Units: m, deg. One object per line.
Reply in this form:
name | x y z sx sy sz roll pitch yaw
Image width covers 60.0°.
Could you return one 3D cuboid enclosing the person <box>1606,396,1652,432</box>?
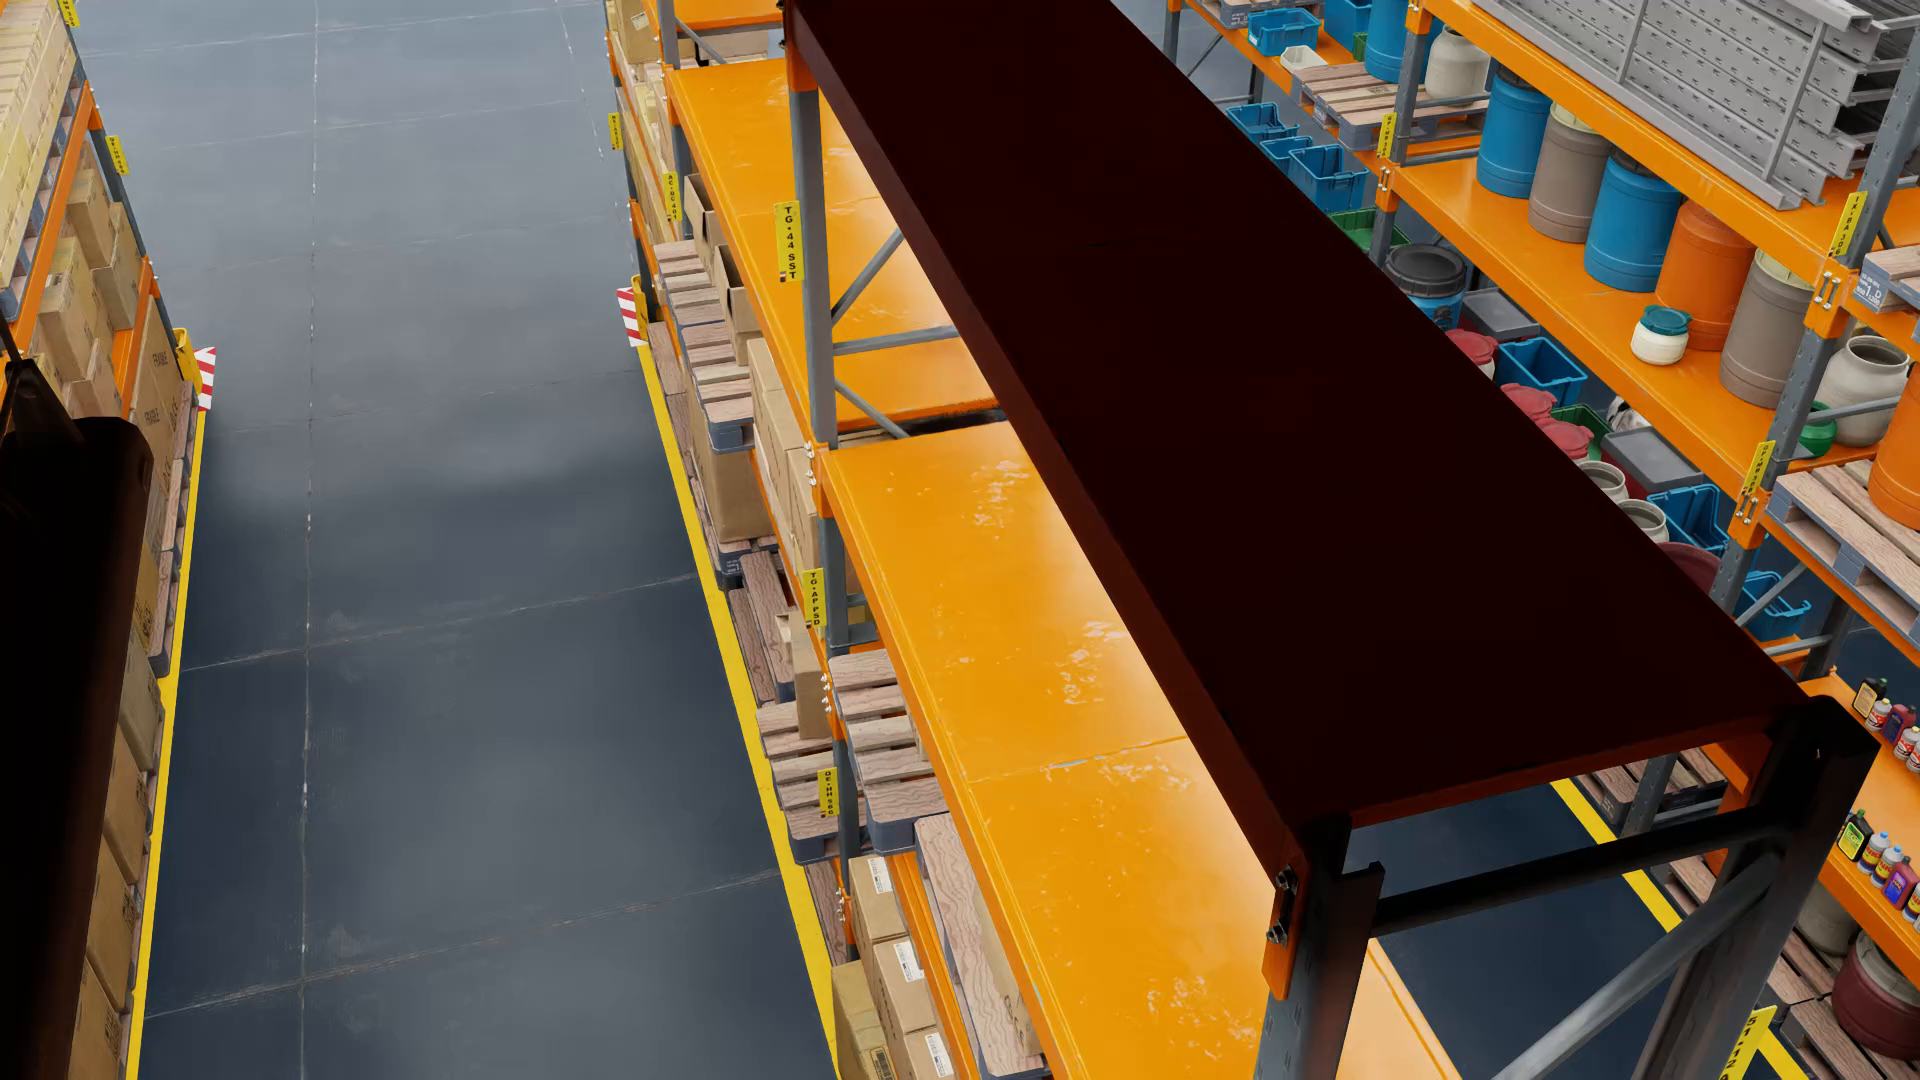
person | 4.904 -0.607 12.329 0.390 1.739 0.558 14 41 18
